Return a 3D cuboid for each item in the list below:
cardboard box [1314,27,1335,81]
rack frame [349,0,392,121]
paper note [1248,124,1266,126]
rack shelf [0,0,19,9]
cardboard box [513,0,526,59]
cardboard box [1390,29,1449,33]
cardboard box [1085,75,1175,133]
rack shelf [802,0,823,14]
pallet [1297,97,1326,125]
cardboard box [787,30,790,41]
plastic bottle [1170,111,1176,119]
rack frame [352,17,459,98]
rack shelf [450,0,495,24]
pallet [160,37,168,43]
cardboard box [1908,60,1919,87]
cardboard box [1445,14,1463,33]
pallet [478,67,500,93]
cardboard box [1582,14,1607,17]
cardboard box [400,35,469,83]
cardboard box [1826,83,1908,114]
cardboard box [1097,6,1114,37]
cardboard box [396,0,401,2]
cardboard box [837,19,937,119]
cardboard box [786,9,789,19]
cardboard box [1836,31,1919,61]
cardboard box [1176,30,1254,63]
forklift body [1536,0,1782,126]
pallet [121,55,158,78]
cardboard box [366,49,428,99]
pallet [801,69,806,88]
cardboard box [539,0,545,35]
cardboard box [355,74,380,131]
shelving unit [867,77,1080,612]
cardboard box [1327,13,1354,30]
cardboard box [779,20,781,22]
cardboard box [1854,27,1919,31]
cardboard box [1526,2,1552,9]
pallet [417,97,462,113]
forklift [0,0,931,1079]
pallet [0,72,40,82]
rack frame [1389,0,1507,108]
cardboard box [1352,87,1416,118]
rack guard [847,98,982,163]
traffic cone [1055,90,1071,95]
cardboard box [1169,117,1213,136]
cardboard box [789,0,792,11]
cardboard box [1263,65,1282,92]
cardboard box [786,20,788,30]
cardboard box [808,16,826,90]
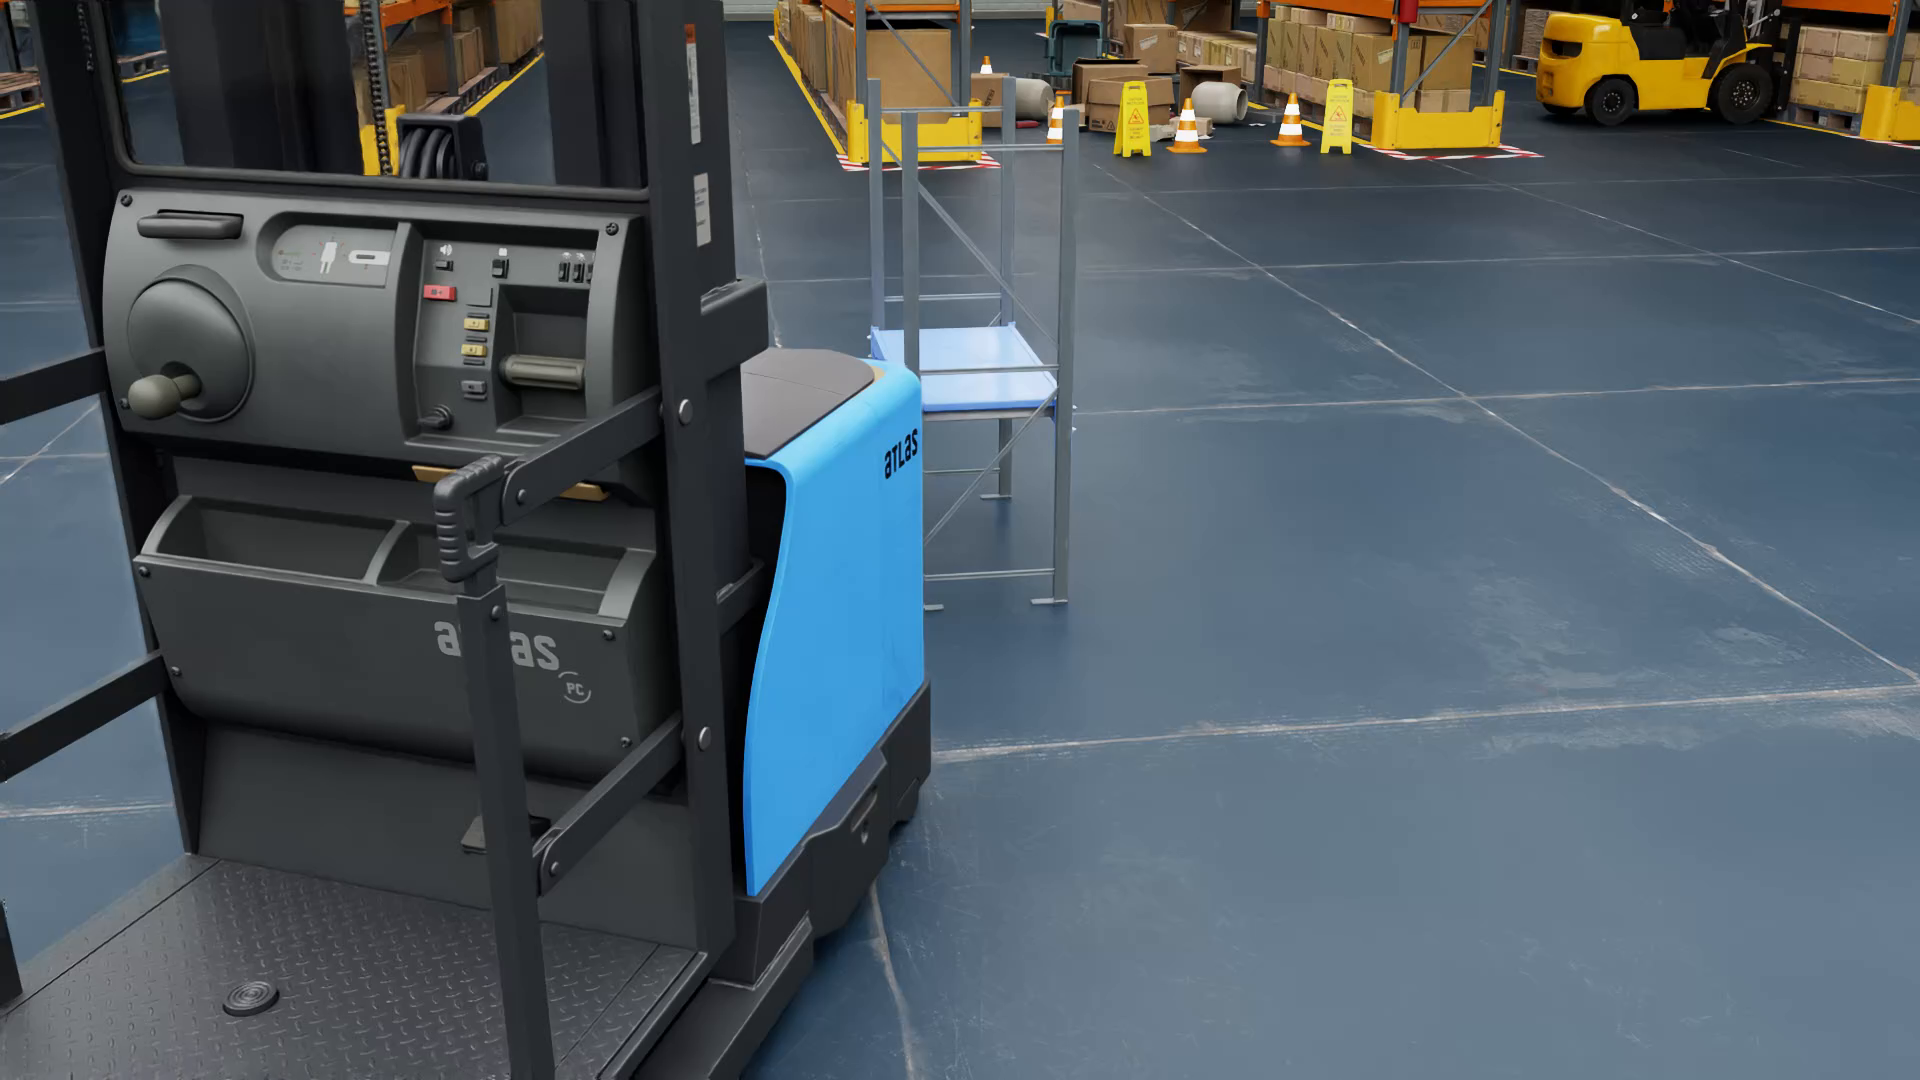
[{"bbox_3d":[3.959,-4.967,16.986,0.500,0.500,0.500,-3,21,-9],"label":"cardboard box"},{"bbox_3d":[-5.330,-4.587,13.711,1.000,3.000,0.127,-3,21,-8],"label":"rack frame"},{"bbox_3d":[3.079,-4.301,17.187,0.142,0.019,0.148,-11,23,-26],"label":"paper note"},{"bbox_3d":[-11.096,-6.078,18.730,1.077,0.370,4.000,-3,21,-8],"label":"rack shelf"},{"bbox_3d":[-6.683,-7.108,22.896,1.225,0.875,0.875,-3,21,-8],"label":"cardboard box"},{"bbox_3d":[4.551,-4.829,16.617,0.500,0.500,0.500,-4,21,-10],"label":"cardboard box"},{"bbox_3d":[1.719,-4.398,16.773,0.637,0.503,0.797,17,27,39],"label":"cardboard box"},{"bbox_3d":[-1.272,-6.543,19.975,1.077,0.370,4.000,-3,21,-8],"label":"rack shelf"},{"bbox_3d":[4.211,-4.512,17.494,1.003,0.211,1.213,-3,21,-8],"label":"pallet"},{"bbox_3d":[-2.530,-7.937,26.154,0.380,0.149,0.250,-3,21,-7],"label":"cardboard box"},{"bbox_3d":[2.231,-4.554,17.822,0.133,0.061,0.283,1,20,2],"label":"plastic bottle"},{"bbox_3d":[-5.906,-5.972,17.419,1.000,3.000,0.127,-3,21,-8],"label":"rack frame"},{"bbox_3d":[-6.194,-6.328,19.399,1.077,0.370,4.000,-3,21,-8],"label":"rack shelf"},{"bbox_3d":[-12.284,-7.862,26.464,1.003,0.211,1.213,-3,21,-8],"label":"pallet"},{"bbox_3d":[9.526,-4.655,16.507,0.500,0.250,0.500,-3,21,-7],"label":"cardboard box"},{"bbox_3d":[7.728,-7.804,25.295,0.500,0.500,0.500,-4,21,-10],"label":"cardboard box"},{"bbox_3d":[-6.372,-5.780,20.891,1.003,0.211,1.213,-3,21,-8],"label":"pallet"},{"bbox_3d":[8.511,-6.517,21.673,0.875,0.625,0.625,-4,21,-10],"label":"cardboard box"},{"bbox_3d":[-6.105,-5.581,19.315,0.700,0.500,0.500,-5,21,-12],"label":"cardboard box"},{"bbox_3d":[9.008,-4.394,16.524,0.500,0.250,0.500,-3,21,-7],"label":"cardboard box"},{"bbox_3d":[2.763,-8.461,27.145,0.875,0.438,0.875,-3,21,-9],"label":"cardboard box"},{"bbox_3d":[-5.259,-4.928,14.982,0.380,0.149,0.250,-3,21,-8],"label":"cardboard box"},{"bbox_3d":[-0.699,-4.540,16.021,0.875,0.875,0.875,-3,21,-9],"label":"cardboard box"},{"bbox_3d":[-2.564,-8.380,26.489,0.380,0.149,0.250,-3,21,-8],"label":"cardboard box"},{"bbox_3d":[9.013,-4.860,16.341,0.500,0.250,0.500,-2,21,-6],"label":"cardboard box"},{"bbox_3d":[3.395,-6.627,22.327,0.950,0.372,0.625,-4,21,-11],"label":"cardboard box"},{"bbox_3d":[7.310,-5.506,17.383,2.313,2.155,1.214,-3,21,-8],"label":"forklift body"},{"bbox_3d":[-11.711,-6.493,22.800,1.003,0.211,1.213,-3,21,-8],"label":"pallet"},{"bbox_3d":[-5.888,-4.858,17.407,0.500,0.500,0.500,-4,21,-9],"label":"cardboard box"},{"bbox_3d":[-1.521,-5.989,21.450,1.003,0.211,1.213,-3,21,-8],"label":"pallet"},{"bbox_3d":[-7.333,-8.796,27.416,0.875,0.875,0.875,-3,21,-8],"label":"cardboard box"},{"bbox_3d":[-5.403,-3.830,14.656,0.500,0.500,0.500,1,20,2],"label":"cardboard box"},{"bbox_3d":[0.012,-0.673,5.375,0.538,1.500,1.048,-3,21,-8],"label":"shelving unit"},{"bbox_3d":[3.915,-5.217,16.729,0.380,0.149,0.250,-2,21,-5],"label":"cardboard box"},{"bbox_3d":[-2.954,-9.006,29.016,0.380,0.149,0.250,-2,21,-7],"label":"cardboard box"},{"bbox_3d":[9.431,-5.065,16.890,0.500,0.250,0.500,-3,21,-8],"label":"cardboard box"},{"bbox_3d":[8.457,-7.728,24.165,0.380,0.149,0.250,-2,21,-6],"label":"cardboard box"},{"bbox_3d":[-5.774,-4.435,17.290,1.003,0.211,1.213,-3,21,-8],"label":"pallet"},{"bbox_3d":[-1.002,-0.326,2.400,1.130,2.935,3.031,6,21,16],"label":"forklift"},{"bbox_3d":[-11.311,-5.531,20.223,1.003,0.211,1.213,-3,21,-8],"label":"pallet"},{"bbox_3d":[4.477,-5.087,15.050,1.000,3.000,0.127,-3,21,-8],"label":"rack frame"},{"bbox_3d":[4.091,-4.270,16.193,0.500,0.250,0.500,-3,21,-8],"label":"cardboard box"},{"bbox_3d":[-0.403,-3.623,14.703,1.175,0.500,0.348,-3,21,-8],"label":"rack guard"},{"bbox_3d":[1.305,-5.692,20.296,0.336,0.463,0.334,-3,21,-8],"label":"traffic cone"},{"bbox_3d":[2.289,-4.103,16.490,0.380,0.149,0.250,8,22,20],"label":"cardboard box"},{"bbox_3d":[-2.292,-8.065,24.924,0.500,0.250,0.500,-4,21,-10],"label":"cardboard box"},{"bbox_3d":[3.718,-5.163,18.582,0.500,0.250,0.500,-4,21,-10],"label":"cardboard box"},{"bbox_3d":[-2.548,-8.144,26.283,0.380,0.149,0.250,-4,21,-10],"label":"cardboard box"},{"bbox_3d":[-1.162,-5.541,18.879,1.050,0.750,0.750,-3,21,-8],"label":"cardboard box"}]
